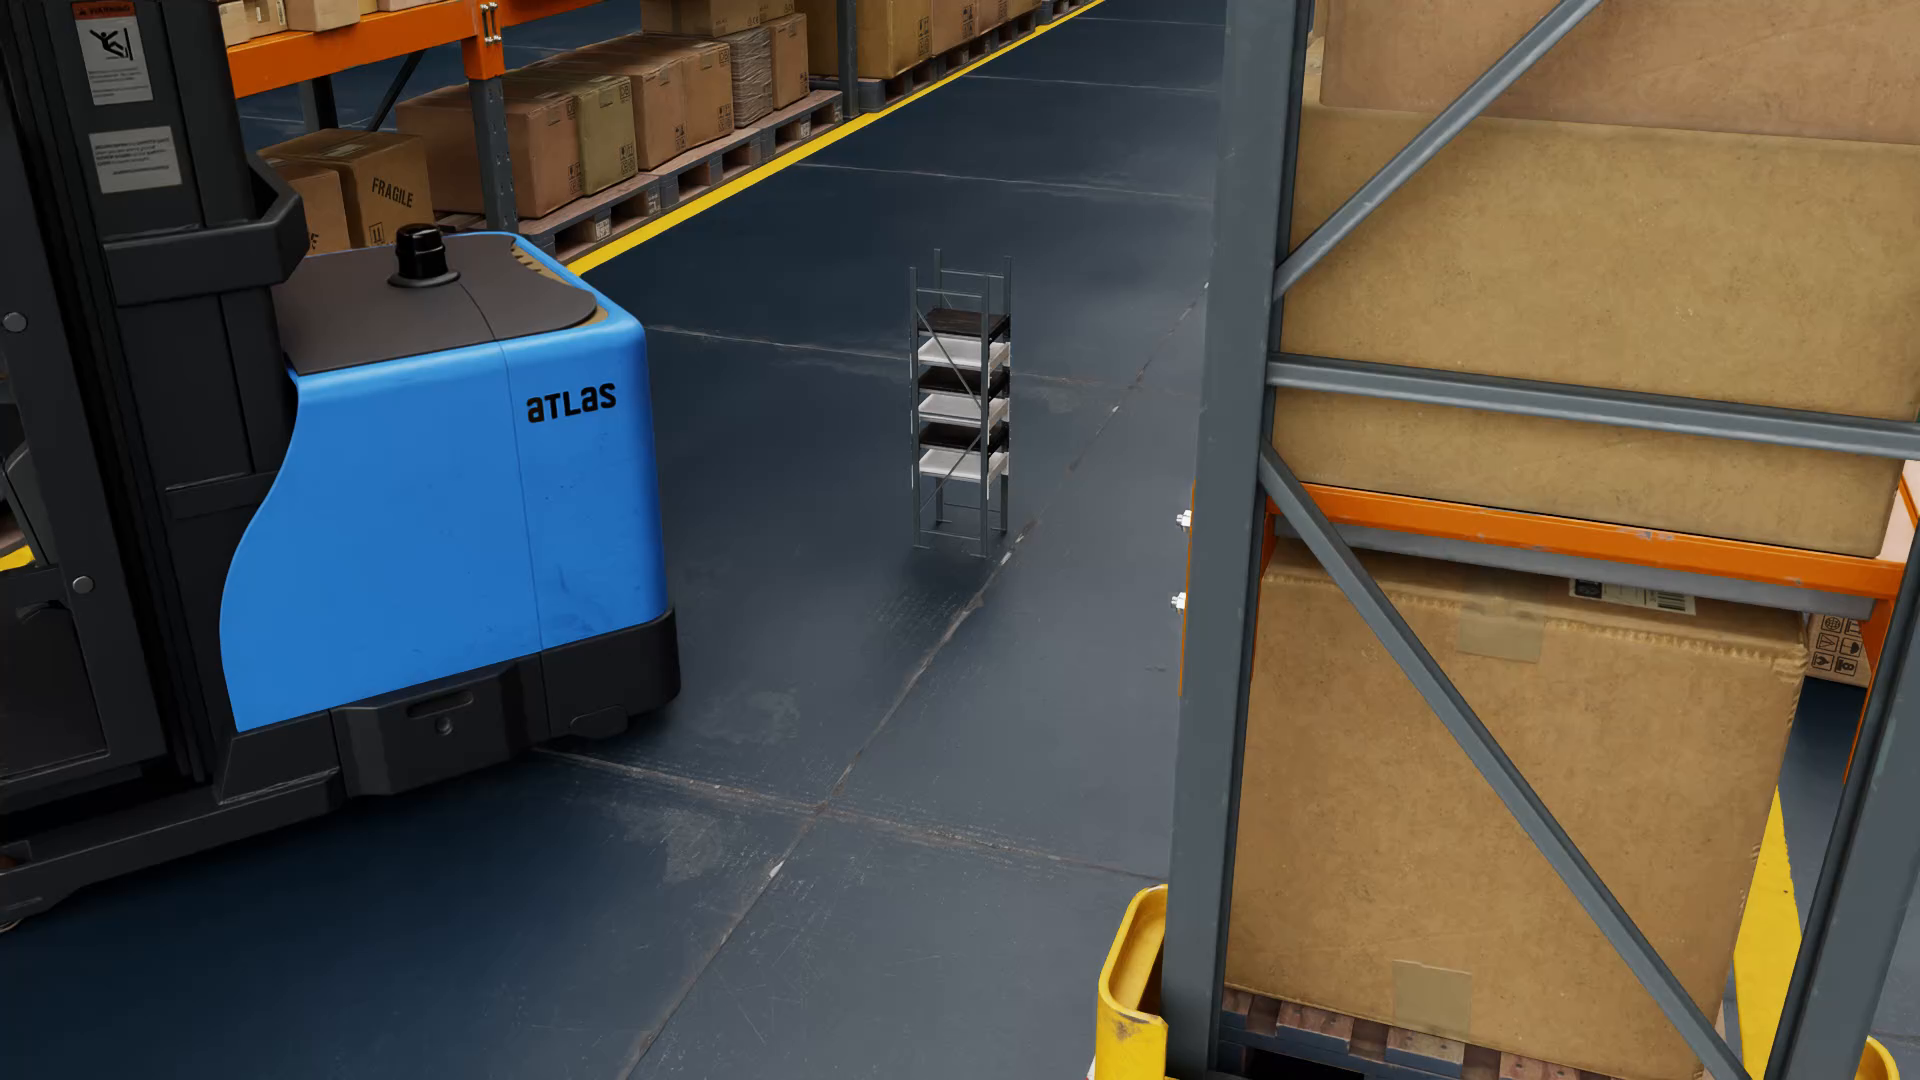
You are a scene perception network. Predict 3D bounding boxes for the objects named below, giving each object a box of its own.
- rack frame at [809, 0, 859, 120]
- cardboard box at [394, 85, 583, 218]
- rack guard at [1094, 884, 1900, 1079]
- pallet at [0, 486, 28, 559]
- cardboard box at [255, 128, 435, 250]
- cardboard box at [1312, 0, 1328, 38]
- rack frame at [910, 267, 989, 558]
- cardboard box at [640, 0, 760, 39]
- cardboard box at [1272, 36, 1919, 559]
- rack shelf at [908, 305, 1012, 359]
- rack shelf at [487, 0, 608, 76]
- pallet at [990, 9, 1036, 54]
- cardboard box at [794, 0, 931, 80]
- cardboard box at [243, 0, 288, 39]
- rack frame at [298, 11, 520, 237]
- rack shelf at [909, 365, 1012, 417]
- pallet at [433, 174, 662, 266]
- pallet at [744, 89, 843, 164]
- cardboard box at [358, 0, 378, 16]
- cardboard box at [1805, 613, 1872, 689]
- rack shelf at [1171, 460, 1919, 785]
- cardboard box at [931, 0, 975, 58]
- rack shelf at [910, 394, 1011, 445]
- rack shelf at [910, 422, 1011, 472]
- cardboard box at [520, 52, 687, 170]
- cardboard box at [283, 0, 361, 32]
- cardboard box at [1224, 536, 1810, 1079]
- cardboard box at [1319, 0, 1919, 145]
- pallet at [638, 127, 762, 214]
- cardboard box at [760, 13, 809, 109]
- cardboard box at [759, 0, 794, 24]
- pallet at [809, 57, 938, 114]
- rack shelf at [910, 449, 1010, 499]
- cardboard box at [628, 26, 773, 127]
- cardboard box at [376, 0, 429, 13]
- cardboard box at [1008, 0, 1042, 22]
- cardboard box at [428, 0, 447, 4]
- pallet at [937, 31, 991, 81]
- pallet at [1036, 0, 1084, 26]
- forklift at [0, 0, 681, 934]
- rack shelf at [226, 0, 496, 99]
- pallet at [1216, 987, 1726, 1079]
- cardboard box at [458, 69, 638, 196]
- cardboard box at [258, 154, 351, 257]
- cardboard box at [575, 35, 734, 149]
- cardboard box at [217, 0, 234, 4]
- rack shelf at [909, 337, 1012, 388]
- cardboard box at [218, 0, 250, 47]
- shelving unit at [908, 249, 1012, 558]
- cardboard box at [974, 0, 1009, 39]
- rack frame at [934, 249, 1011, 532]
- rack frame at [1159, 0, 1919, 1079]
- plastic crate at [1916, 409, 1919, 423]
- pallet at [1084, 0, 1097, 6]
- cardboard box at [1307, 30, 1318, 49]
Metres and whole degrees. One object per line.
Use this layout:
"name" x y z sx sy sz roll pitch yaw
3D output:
"rack frame" -1.163 -4.216 10.516 1.000 3.000 0.127 9 27 17
"cardboard box" -2.270 -1.895 8.085 0.700 0.500 0.500 7 27 13
"rack guard" 0.810 0.967 2.679 1.175 0.500 0.348 9 27 17
"pallet" -3.496 -0.034 5.077 1.003 0.211 1.213 9 27 17
"cardboard box" -2.665 -1.478 7.247 0.500 0.500 0.500 8 27 16
"cardboard box" 1.074 -1.108 2.685 0.875 0.550 0.550 9 27 17
"rack frame" -0.031 -0.367 4.974 0.240 0.900 0.006 9 27 17
"cardboard box" -1.525 -3.128 9.771 0.500 0.250 0.500 12 28 23
"cardboard box" 0.899 -0.394 2.451 0.875 0.550 0.550 9 27 17
"rack shelf" 0.003 -0.621 4.958 0.258 0.077 0.200 9 27 17
"rack shelf" -1.829 -3.071 8.975 1.077 0.370 4.000 9 27 17
"pallet" -0.018 -4.277 13.841 1.003 0.211 1.213 9 27 17
"cardboard box" -0.914 -3.730 11.467 1.225 0.875 0.875 7 27 15
"cardboard box" -2.706 -1.931 6.084 0.380 0.149 0.250 9 27 17
"rack frame" -2.494 -2.573 7.121 1.000 3.000 0.127 9 27 17
"rack shelf" 0.003 -0.459 5.036 0.258 0.077 0.200 9 27 17
"pallet" -2.236 -1.638 8.390 1.003 0.211 1.213 9 27 17
"pallet" -1.424 -2.640 10.461 1.003 0.211 1.213 9 27 17
"cardboard box" -2.520 -2.133 6.502 0.380 0.149 0.250 9 27 17
"cardboard box" 2.601 0.099 4.469 0.500 0.500 0.500 14 29 26
"rack shelf" 1.484 -0.666 4.009 1.077 0.370 4.000 9 27 17
"cardboard box" -0.610 -4.095 12.221 1.225 0.875 0.875 9 27 18
"rack shelf" 0.003 -0.378 5.075 0.258 0.077 0.200 9 27 17
"rack shelf" 0.003 -0.297 5.115 0.258 0.077 0.200 9 27 17
"cardboard box" -1.907 -2.318 8.959 0.700 0.500 0.500 6 27 13
"cardboard box" -2.499 -2.014 6.256 0.380 0.149 0.250 9 27 17
"cardboard box" 0.982 0.311 3.122 0.875 0.875 0.875 9 27 18
"cardboard box" 0.978 -0.868 2.190 0.875 0.550 0.550 9 27 17
"pallet" -1.832 -2.141 9.429 1.003 0.211 1.213 9 27 17
"cardboard box" -1.367 -3.011 10.390 0.700 0.500 0.500 7 27 15
"cardboard box" -1.358 -3.347 10.224 0.500 0.250 0.500 10 28 20
"pallet" -0.830 -3.274 11.770 1.003 0.211 1.213 9 27 17
"rack shelf" 0.003 -0.216 5.154 0.258 0.077 0.200 9 27 17
"cardboard box" -1.540 -2.781 9.916 0.700 0.500 0.500 6 27 13
"cardboard box" -2.381 -2.227 6.696 0.380 0.149 0.250 9 27 17
"cardboard box" -0.026 -4.827 13.733 1.225 0.875 0.875 9 27 18
"cardboard box" -2.288 -2.328 6.905 0.380 0.149 0.250 9 27 17
"pallet" -0.422 -3.774 12.802 1.003 0.211 1.213 9 27 17
"pallet" 0.495 -4.906 15.141 1.003 0.211 1.213 9 27 17
"forklift" -2.243 -0.700 3.332 3.031 2.935 1.130 -15 30 -28
"rack shelf" -3.160 -1.427 5.580 1.077 0.370 4.000 9 27 17
"pallet" 1.011 0.747 3.465 1.003 0.211 1.213 9 27 17
"cardboard box" -2.093 -2.088 8.484 0.700 0.500 0.500 9 27 17
"cardboard box" -2.848 -1.241 6.758 0.500 0.500 0.500 19 32 34
"cardboard box" -1.722 -2.547 9.432 0.700 0.500 0.500 11 28 22
"cardboard box" -2.973 -2.155 5.803 0.875 0.500 0.500 9 27 17
"rack shelf" 0.003 -0.540 4.997 0.258 0.077 0.200 9 27 17
"cardboard box" -2.751 -1.822 5.859 0.380 0.149 0.250 9 27 17
"shelving unit" 0.003 -0.408 5.061 0.258 0.900 0.210 9 27 17
"cardboard box" -0.323 -4.460 12.975 1.225 0.875 0.875 8 27 16
"rack frame" 0.037 -0.450 5.147 0.240 0.900 0.006 9 27 17
"rack frame" 0.815 -0.168 2.156 0.949 2.616 0.053 9 27 17
"plastic crate" 3.327 -0.311 5.610 0.662 0.188 0.450 -20 23 -36
"pallet" 0.899 -5.409 16.180 1.003 0.211 1.213 9 27 17
"cardboard box" 1.062 -0.624 2.924 0.875 0.550 0.550 9 27 17
